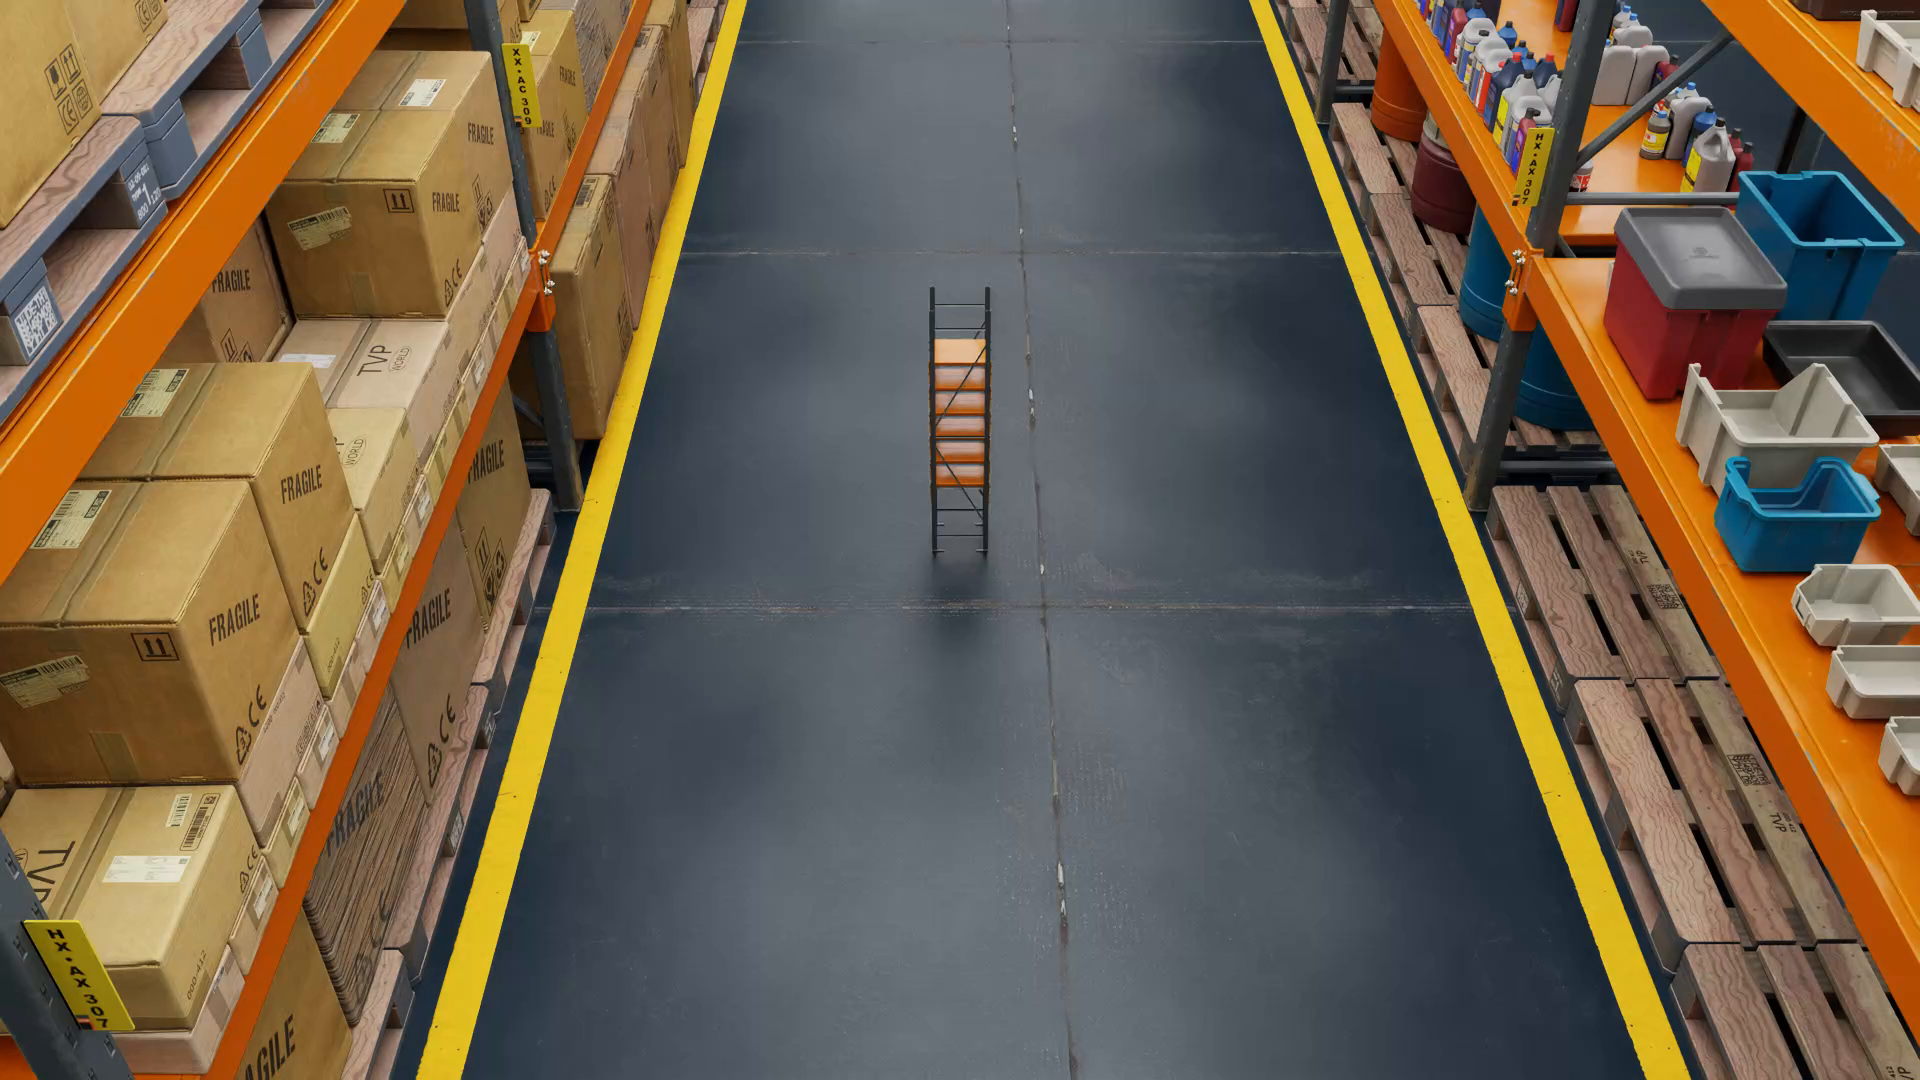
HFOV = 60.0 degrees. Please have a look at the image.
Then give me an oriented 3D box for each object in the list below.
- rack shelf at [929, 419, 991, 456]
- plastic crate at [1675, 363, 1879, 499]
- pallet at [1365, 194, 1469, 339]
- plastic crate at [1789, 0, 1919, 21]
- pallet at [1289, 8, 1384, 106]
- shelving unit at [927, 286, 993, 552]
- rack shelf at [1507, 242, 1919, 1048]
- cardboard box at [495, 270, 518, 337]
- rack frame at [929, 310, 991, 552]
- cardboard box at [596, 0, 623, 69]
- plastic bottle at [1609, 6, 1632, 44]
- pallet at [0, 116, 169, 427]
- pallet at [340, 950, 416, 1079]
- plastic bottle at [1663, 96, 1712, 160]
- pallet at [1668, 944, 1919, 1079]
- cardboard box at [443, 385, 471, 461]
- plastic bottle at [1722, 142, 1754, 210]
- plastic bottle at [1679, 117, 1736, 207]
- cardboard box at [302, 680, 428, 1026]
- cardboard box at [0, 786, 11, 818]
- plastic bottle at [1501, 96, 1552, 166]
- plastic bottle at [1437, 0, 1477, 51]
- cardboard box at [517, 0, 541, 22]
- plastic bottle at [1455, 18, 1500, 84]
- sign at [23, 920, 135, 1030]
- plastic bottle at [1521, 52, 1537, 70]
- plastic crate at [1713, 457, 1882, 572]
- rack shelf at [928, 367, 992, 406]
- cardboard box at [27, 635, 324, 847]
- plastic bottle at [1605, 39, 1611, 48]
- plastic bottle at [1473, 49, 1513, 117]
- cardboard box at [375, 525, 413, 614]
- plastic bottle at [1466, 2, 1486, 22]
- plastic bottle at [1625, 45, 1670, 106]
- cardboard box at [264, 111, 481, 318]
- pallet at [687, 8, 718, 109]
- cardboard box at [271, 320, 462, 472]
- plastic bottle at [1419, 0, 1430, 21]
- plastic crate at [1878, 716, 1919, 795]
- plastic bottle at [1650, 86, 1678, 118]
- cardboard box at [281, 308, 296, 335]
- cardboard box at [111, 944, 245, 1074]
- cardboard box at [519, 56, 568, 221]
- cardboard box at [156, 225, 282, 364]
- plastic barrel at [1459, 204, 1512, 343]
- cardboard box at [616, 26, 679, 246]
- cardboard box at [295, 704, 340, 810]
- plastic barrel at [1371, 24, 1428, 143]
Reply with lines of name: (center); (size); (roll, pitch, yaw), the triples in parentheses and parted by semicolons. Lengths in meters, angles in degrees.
rack shelf: (0.000, -0.443, 6.914); (0.258, 0.103, 0.180); (0, 39, 0)
plastic crate: (2.581, -0.351, 5.336); (0.437, 0.282, 0.530); (0, 39, 0)
pallet: (2.800, -1.488, 8.938); (1.003, 0.211, 1.213); (0, 39, 0)
plastic crate: (2.490, -1.672, 4.643); (0.497, 0.269, 0.590); (0, 39, 0)
pallet: (2.796, -3.227, 11.108); (1.003, 0.211, 1.213); (0, 39, 0)
shelving unit: (0.000, -0.477, 6.886); (0.258, 1.200, 0.189); (0, 39, 0)
rack shelf: (2.765, 0.202, 5.174); (1.077, 0.370, 4.000); (0, 39, 0)
cardboard box: (-1.861, -0.876, 6.145); (0.380, 0.149, 0.250); (1, 39, 1)
rack frame: (0.000, -0.420, 6.815); (0.240, 1.200, 0.006); (0, 39, 0)
cardboard box: (-1.948, -2.603, 8.019); (0.500, 0.500, 0.500); (1, 39, 1)
plastic bottle: (3.169, -2.426, 7.982); (0.097, 0.271, 0.097); (0, 39, 0)
pallet: (-2.197, -0.424, 3.053); (1.003, 0.211, 1.213); (0, 39, 0)
pallet: (-2.264, 1.764, 4.880); (1.003, 0.211, 1.213); (0, 39, 0)
plastic bottle: (3.143, -1.799, 7.196); (0.152, 0.276, 0.135); (0, 39, 0)
pallet: (2.806, 1.745, 4.904); (1.003, 0.211, 1.213); (0, 39, 0)
cardboard box: (-1.860, -0.393, 5.543); (0.380, 0.149, 0.250); (1, 39, 1)
plastic bottle: (3.189, -1.513, 6.833); (0.061, 0.283, 0.133); (0, 39, 0)
plastic bottle: (3.087, -1.555, 6.832); (0.144, 0.351, 0.185); (0, 39, 0)
cardboard box: (-2.267, 0.872, 5.127); (0.875, 0.875, 0.875); (0, 39, 0)
cardboard box: (-2.451, 0.816, 3.716); (0.500, 0.250, 0.500); (-1, 39, -1)
plastic bottle: (2.439, -1.755, 7.141); (0.152, 0.276, 0.135); (0, 39, 0)
plastic bottle: (2.434, -2.573, 8.102); (0.144, 0.351, 0.185); (0, 39, 0)
cardboard box: (-2.188, -2.585, 7.194); (0.797, 0.503, 0.637); (0, 39, 0)
plastic bottle: (2.438, -2.300, 7.820); (0.152, 0.276, 0.135); (0, 39, 0)
sign: (-1.630, 0.811, 3.084); (0.100, 0.325, 0.005); (0, 39, 0)
plastic bottle: (2.563, -2.081, 7.551); (0.097, 0.271, 0.097); (0, 39, 0)
plastic crate: (2.509, -0.070, 5.024); (0.416, 0.233, 0.300); (0, 39, 0)
rack shelf: (0.000, -0.630, 6.764); (0.258, 0.103, 0.180); (0, 39, 0)
cardboard box: (-1.923, 0.493, 4.118); (0.500, 0.250, 0.500); (0, 39, -1)
plastic bottle: (3.018, -2.254, 7.822); (0.097, 0.201, 0.097); (0, 39, 0)
plastic bottle: (2.438, -2.071, 7.534); (0.152, 0.276, 0.135); (0, 39, 0)
cardboard box: (-1.859, 0.090, 4.940); (0.380, 0.149, 0.250); (-1, 39, -1)
plastic bottle: (2.471, -2.454, 8.017); (0.097, 0.271, 0.097); (0, 39, 0)
plastic bottle: (3.142, -2.149, 7.633); (0.152, 0.276, 0.135); (0, 39, 0)
cardboard box: (-1.925, -1.075, 5.475); (0.500, 0.500, 0.500); (0, 39, 0)
pallet: (-2.194, -3.227, 11.109); (1.003, 0.211, 1.213); (0, 39, 0)
cardboard box: (-1.923, -0.464, 5.313); (0.500, 0.250, 0.500); (1, 39, 1)
plastic bottle: (2.391, -2.791, 8.428); (0.061, 0.283, 0.133); (0, 39, 0)
plastic crate: (2.600, 0.561, 4.314); (0.396, 0.136, 0.243); (0, 39, 0)
plastic bottle: (3.170, -1.964, 7.461); (0.097, 0.201, 0.097); (0, 39, 0)
cardboard box: (-2.456, -0.778, 5.704); (0.500, 0.250, 0.500); (0, 39, 0)
cardboard box: (-1.856, 1.052, 3.740); (0.380, 0.149, 0.250); (0, 39, 0)
cardboard box: (-1.940, -1.652, 6.833); (0.500, 0.500, 0.500); (0, 39, 0)
cardboard box: (-2.447, -0.743, 5.060); (0.500, 0.500, 0.500); (-1, 39, -1)
plastic barrel: (2.779, -1.457, 8.012); (0.600, 0.901, 0.708); (0, 39, 0)
cardboard box: (-2.221, -2.173, 8.926); (1.225, 0.875, 0.875); (0, 39, 0)
cardboard box: (-1.859, 0.568, 4.343); (0.380, 0.149, 0.250); (-1, 39, -1)
plastic barrel: (2.776, -2.842, 9.797); (0.600, 0.830, 0.708); (0, 39, 0)
